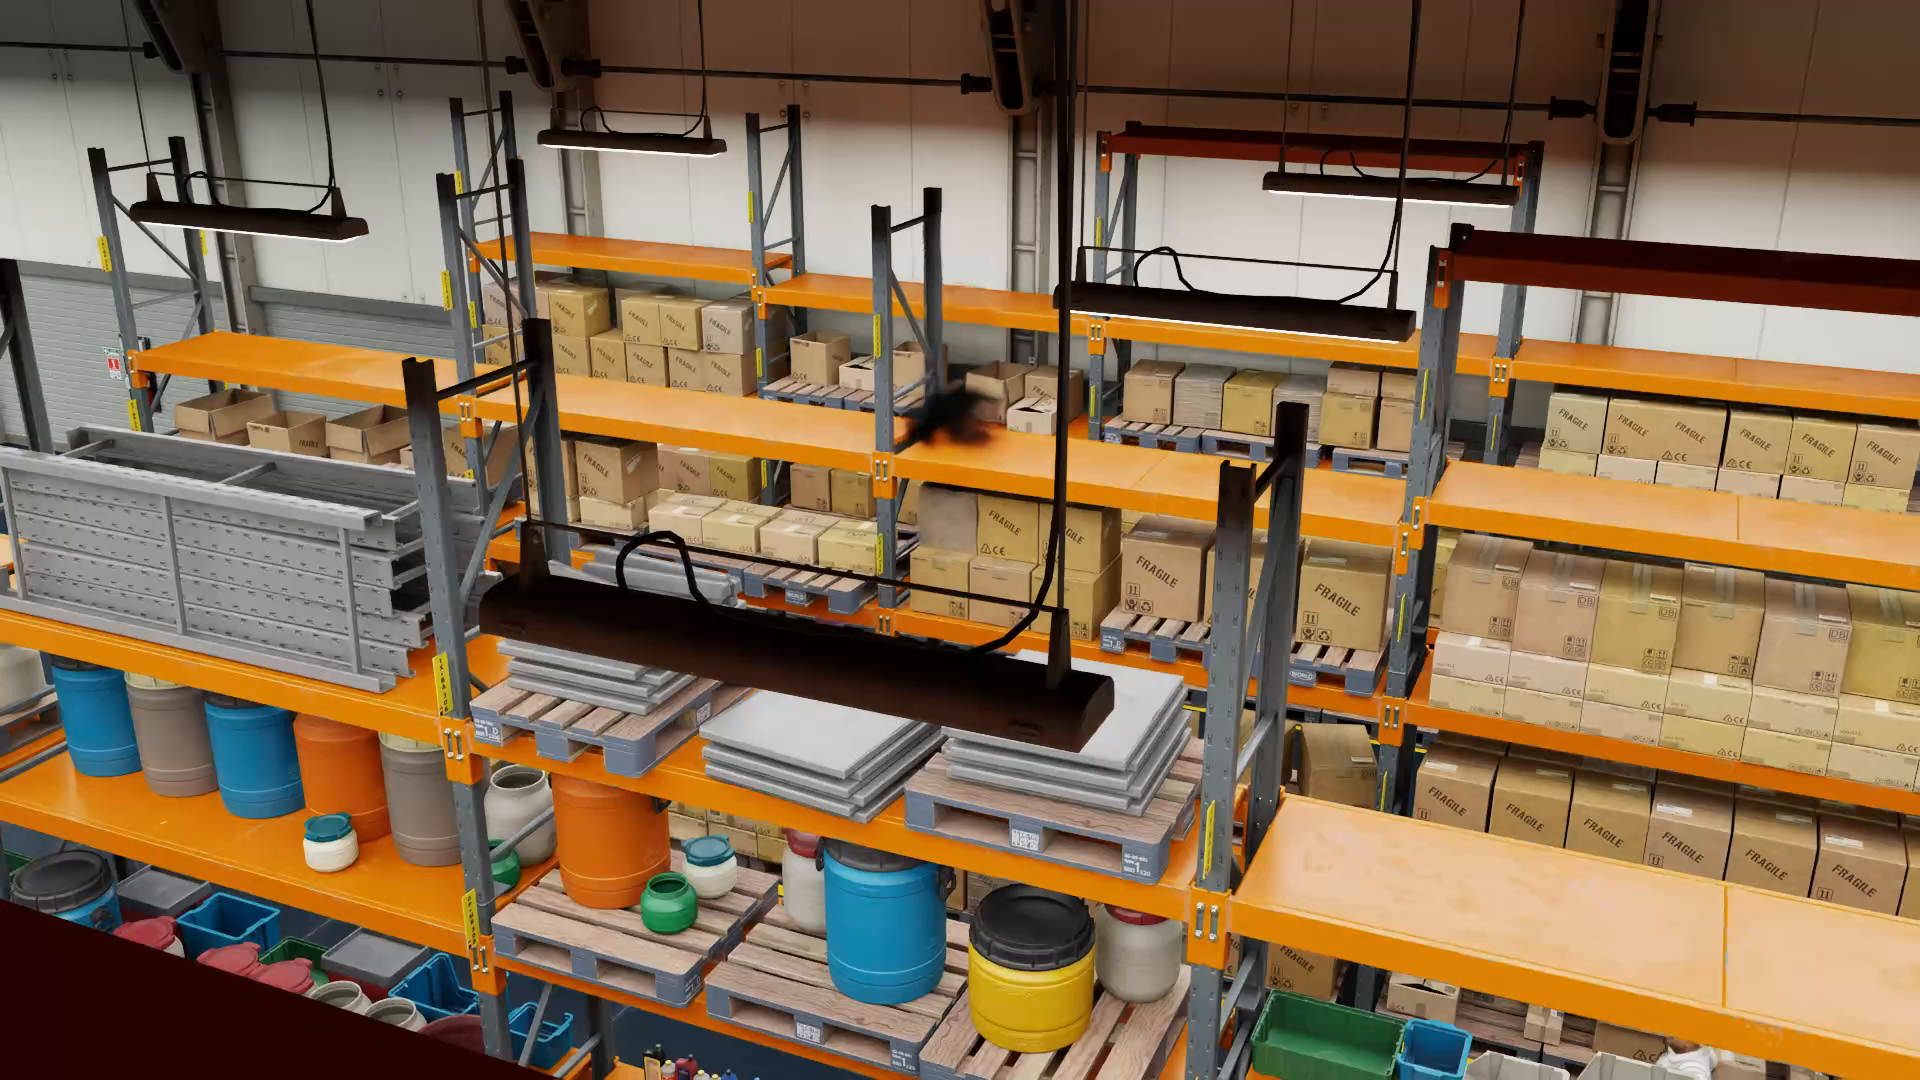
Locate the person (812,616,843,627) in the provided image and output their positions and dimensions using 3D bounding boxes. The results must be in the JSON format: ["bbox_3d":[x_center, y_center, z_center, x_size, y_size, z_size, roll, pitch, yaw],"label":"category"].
[{"bbox_3d":[-1.441,0.878,17.373,0.554,1.547,0.560,8,22,20],"label":"person"}]

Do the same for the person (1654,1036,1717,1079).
[{"bbox_3d":[4.490,3.694,10.348,0.844,1.793,0.672,7,22,17],"label":"person"}]
